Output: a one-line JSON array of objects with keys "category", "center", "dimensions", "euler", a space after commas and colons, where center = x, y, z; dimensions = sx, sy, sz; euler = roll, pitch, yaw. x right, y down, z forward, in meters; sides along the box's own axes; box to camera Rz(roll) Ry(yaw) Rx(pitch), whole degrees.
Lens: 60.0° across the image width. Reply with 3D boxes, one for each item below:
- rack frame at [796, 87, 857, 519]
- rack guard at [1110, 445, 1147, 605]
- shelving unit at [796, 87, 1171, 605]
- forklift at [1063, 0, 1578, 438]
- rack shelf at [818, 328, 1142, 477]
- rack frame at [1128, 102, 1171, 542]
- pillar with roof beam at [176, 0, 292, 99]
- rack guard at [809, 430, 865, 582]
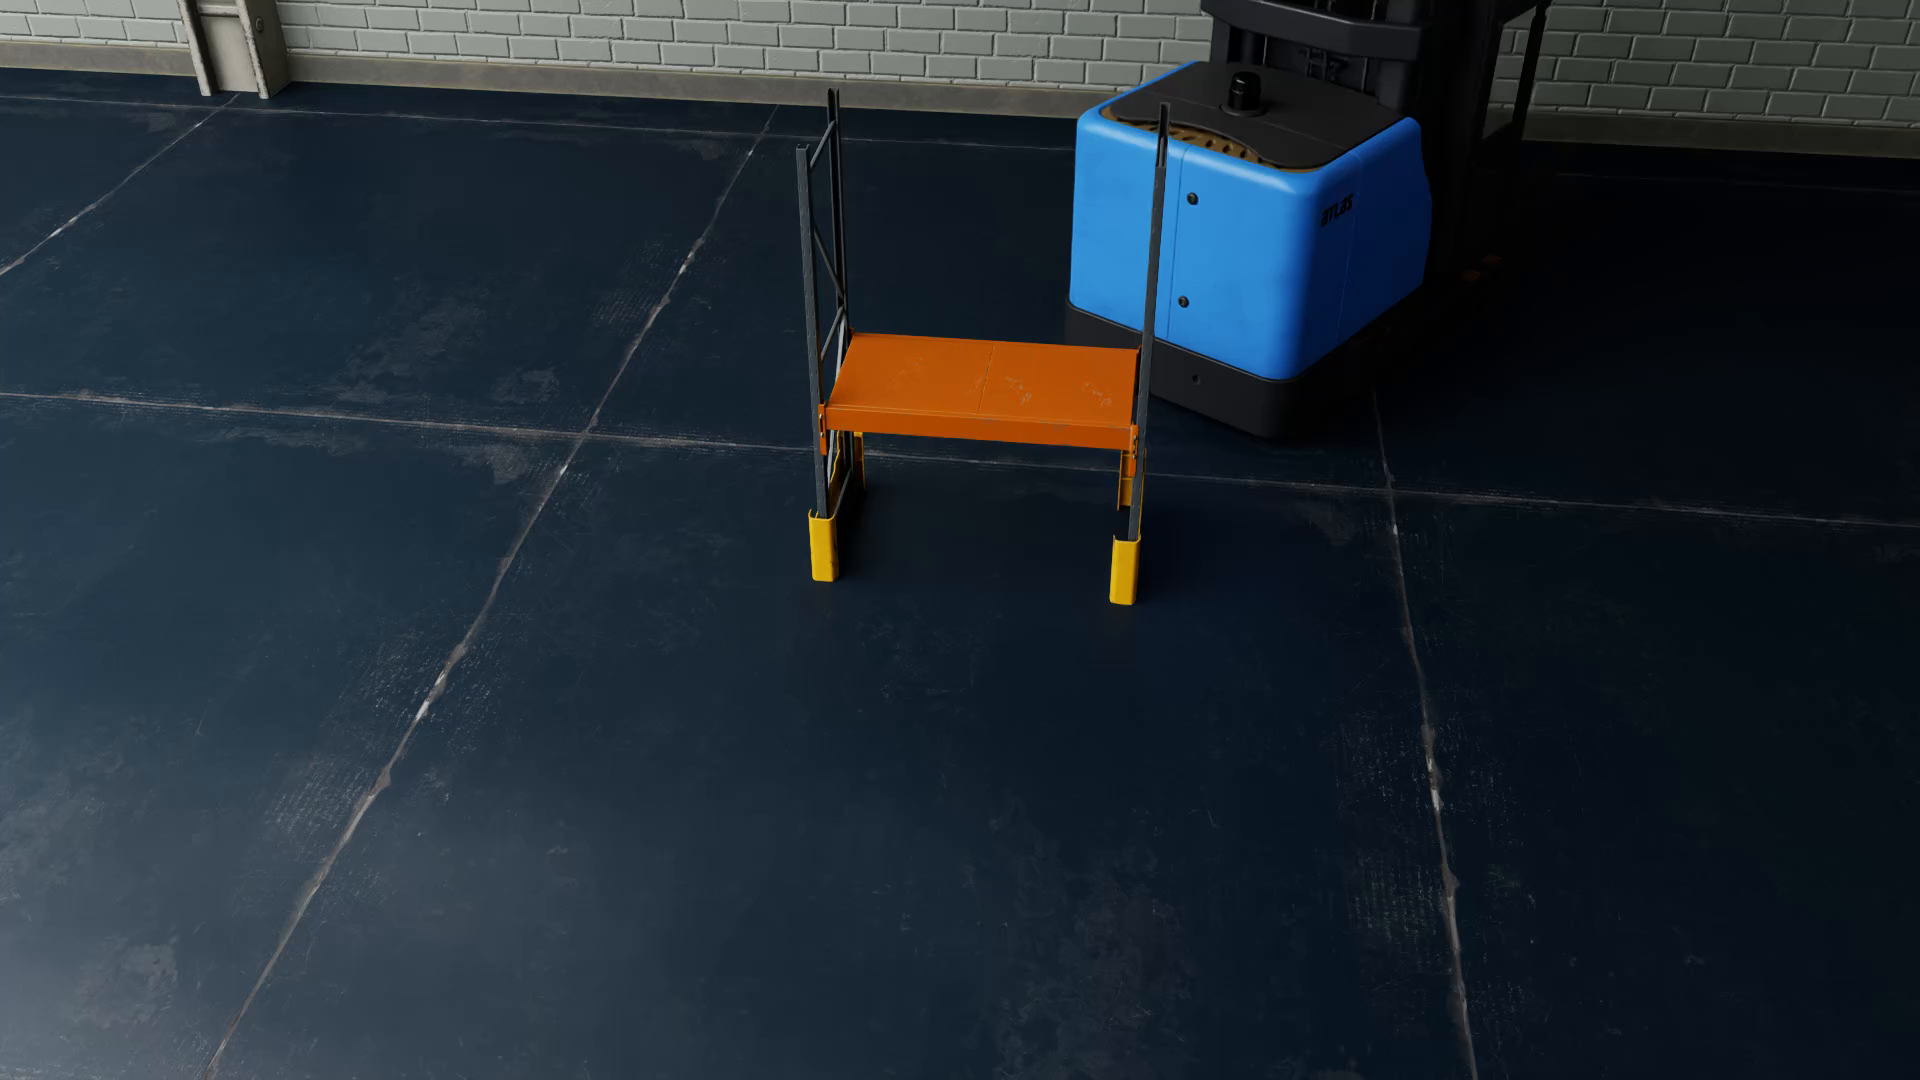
[{"category": "rack frame", "center": [-0.420, -0.642, 5.358], "dimensions": [0.032, 1.500, 0.500], "euler": [4, 36, 6]}, {"category": "rack guard", "center": [0.570, -0.059, 5.618], "dimensions": [0.087, 0.250, 0.587], "euler": [4, 36, 6]}, {"category": "shelving unit", "center": [0.076, -0.605, 5.306], "dimensions": [1.083, 1.500, 0.587], "euler": [4, 36, 6]}, {"category": "forklift", "center": [1.748, -2.354, 6.526], "dimensions": [1.130, 2.935, 3.031], "euler": [26, 43, 32]}, {"category": "rack shelf", "center": [0.085, -0.458, 5.410], "dimensions": [1.000, 0.185, 0.538], "euler": [4, 36, 6]}, {"category": "rack frame", "center": [0.589, -0.567, 5.253], "dimensions": [0.032, 1.500, 0.500], "euler": [4, 36, 6]}, {"category": "pillar with roof beam", "center": [-4.528, -3.716, 3.210], "dimensions": [0.400, 9.000, 9.100], "euler": [4, 36, 6]}, {"category": "rack guard", "center": [-0.418, -0.133, 5.721], "dimensions": [0.087, 0.250, 0.587], "euler": [4, 36, 6]}]
